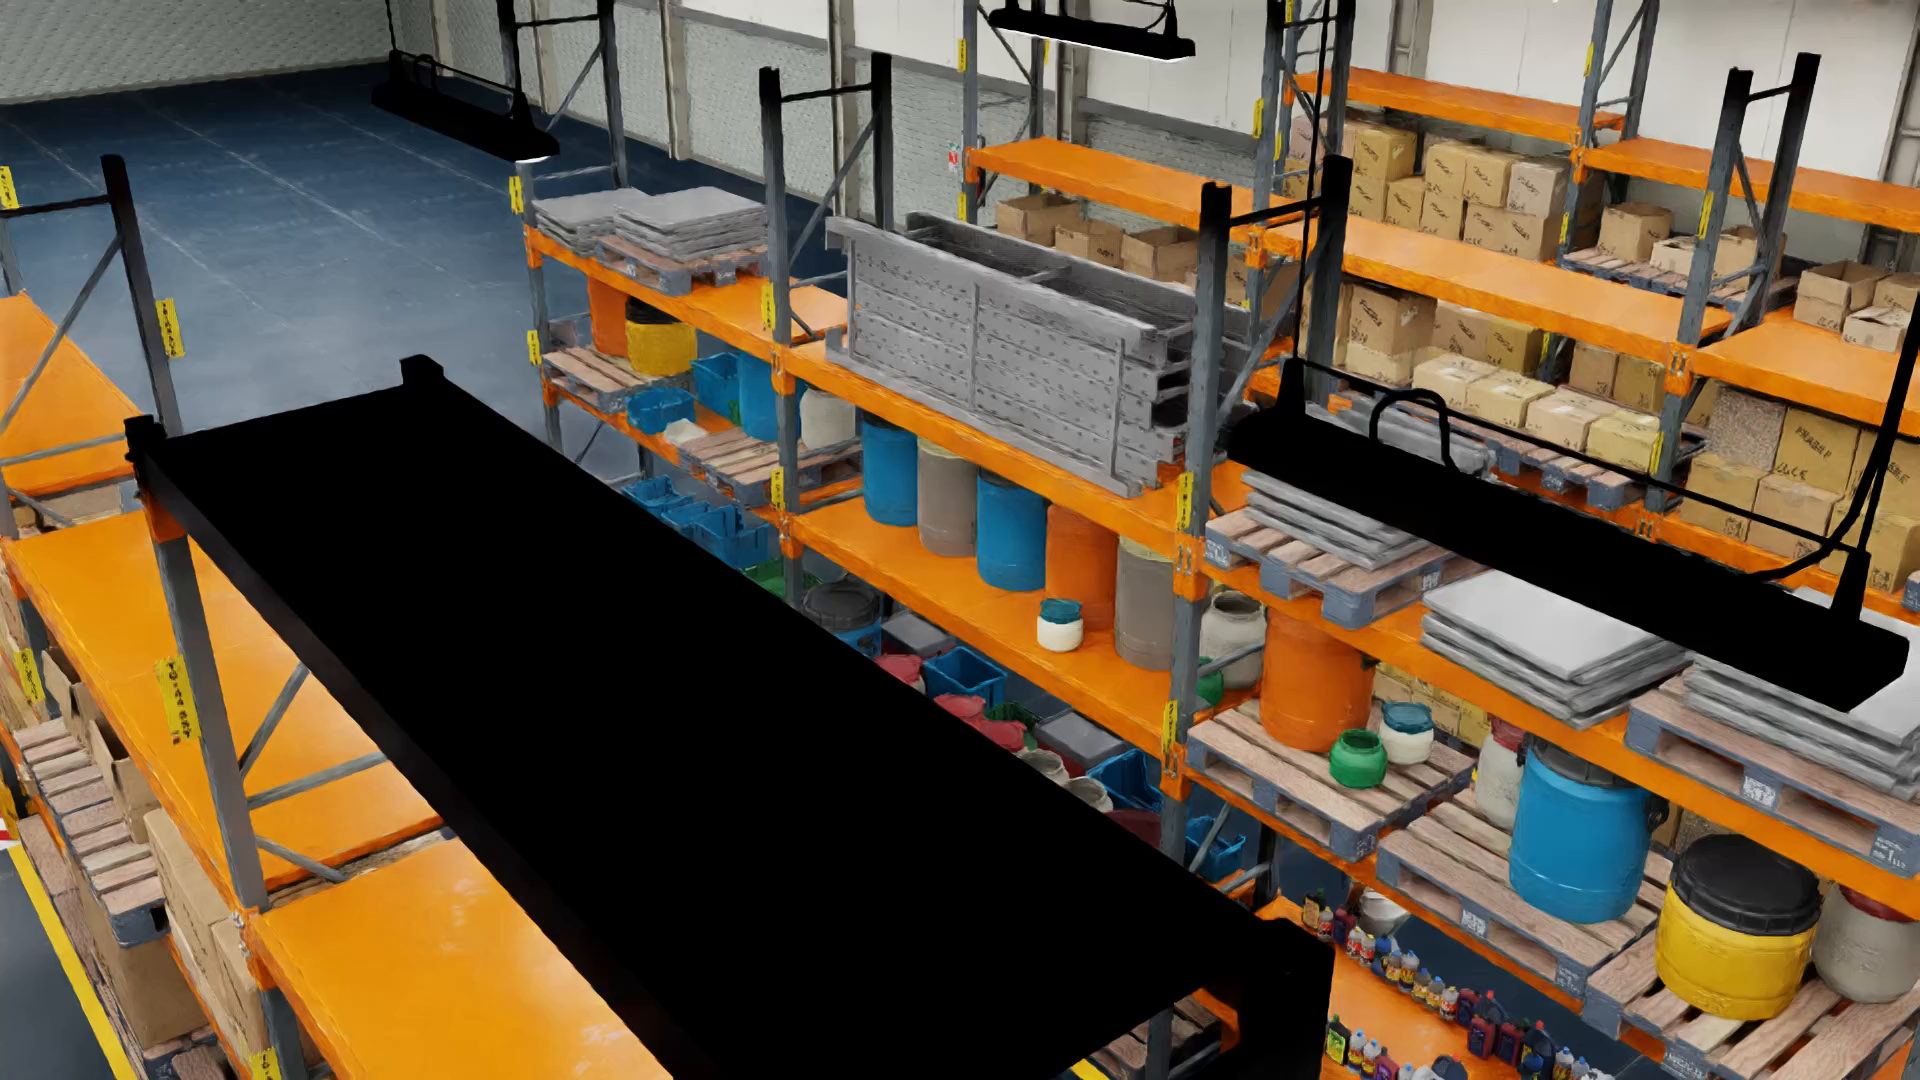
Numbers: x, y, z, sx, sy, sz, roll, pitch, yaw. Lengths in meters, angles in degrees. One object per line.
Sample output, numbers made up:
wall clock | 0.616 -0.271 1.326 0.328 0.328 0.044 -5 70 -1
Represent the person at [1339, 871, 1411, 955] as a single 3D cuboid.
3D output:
person | 2.837 2.476 11.331 0.625 1.611 0.568 -19 32 -34
